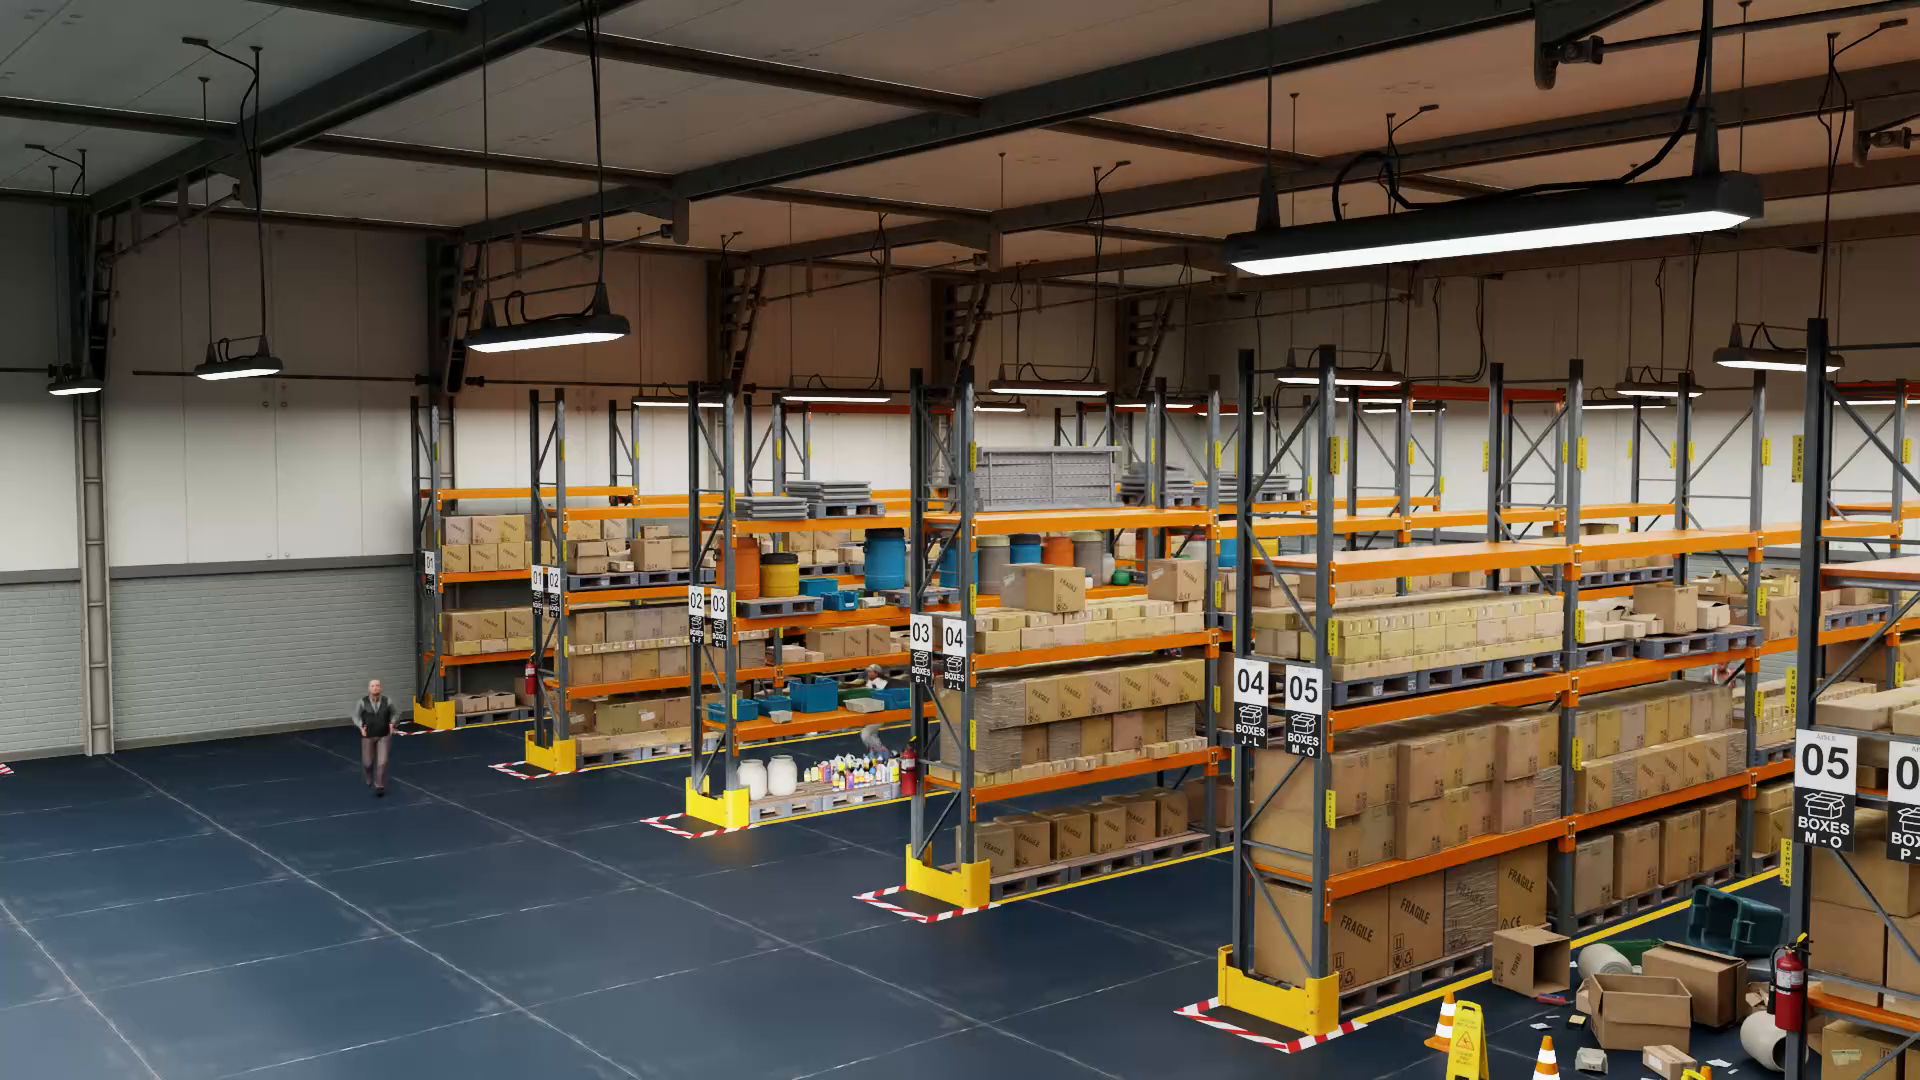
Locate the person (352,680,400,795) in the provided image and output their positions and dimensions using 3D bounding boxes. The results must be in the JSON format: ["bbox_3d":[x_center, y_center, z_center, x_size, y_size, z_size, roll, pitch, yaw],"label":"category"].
[{"bbox_3d":[-8.568,2.887,24.425,0.658,1.672,0.612,-1,4,-21],"label":"person"}]

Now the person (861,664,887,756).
[{"bbox_3d":[-1.365,2.789,26.409,0.595,1.630,0.615,-2,4,-32],"label":"person"}]

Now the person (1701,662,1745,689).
[{"bbox_3d":[12.355,2.700,26.896,0.643,1.750,0.935,3,5,44],"label":"person"}]
